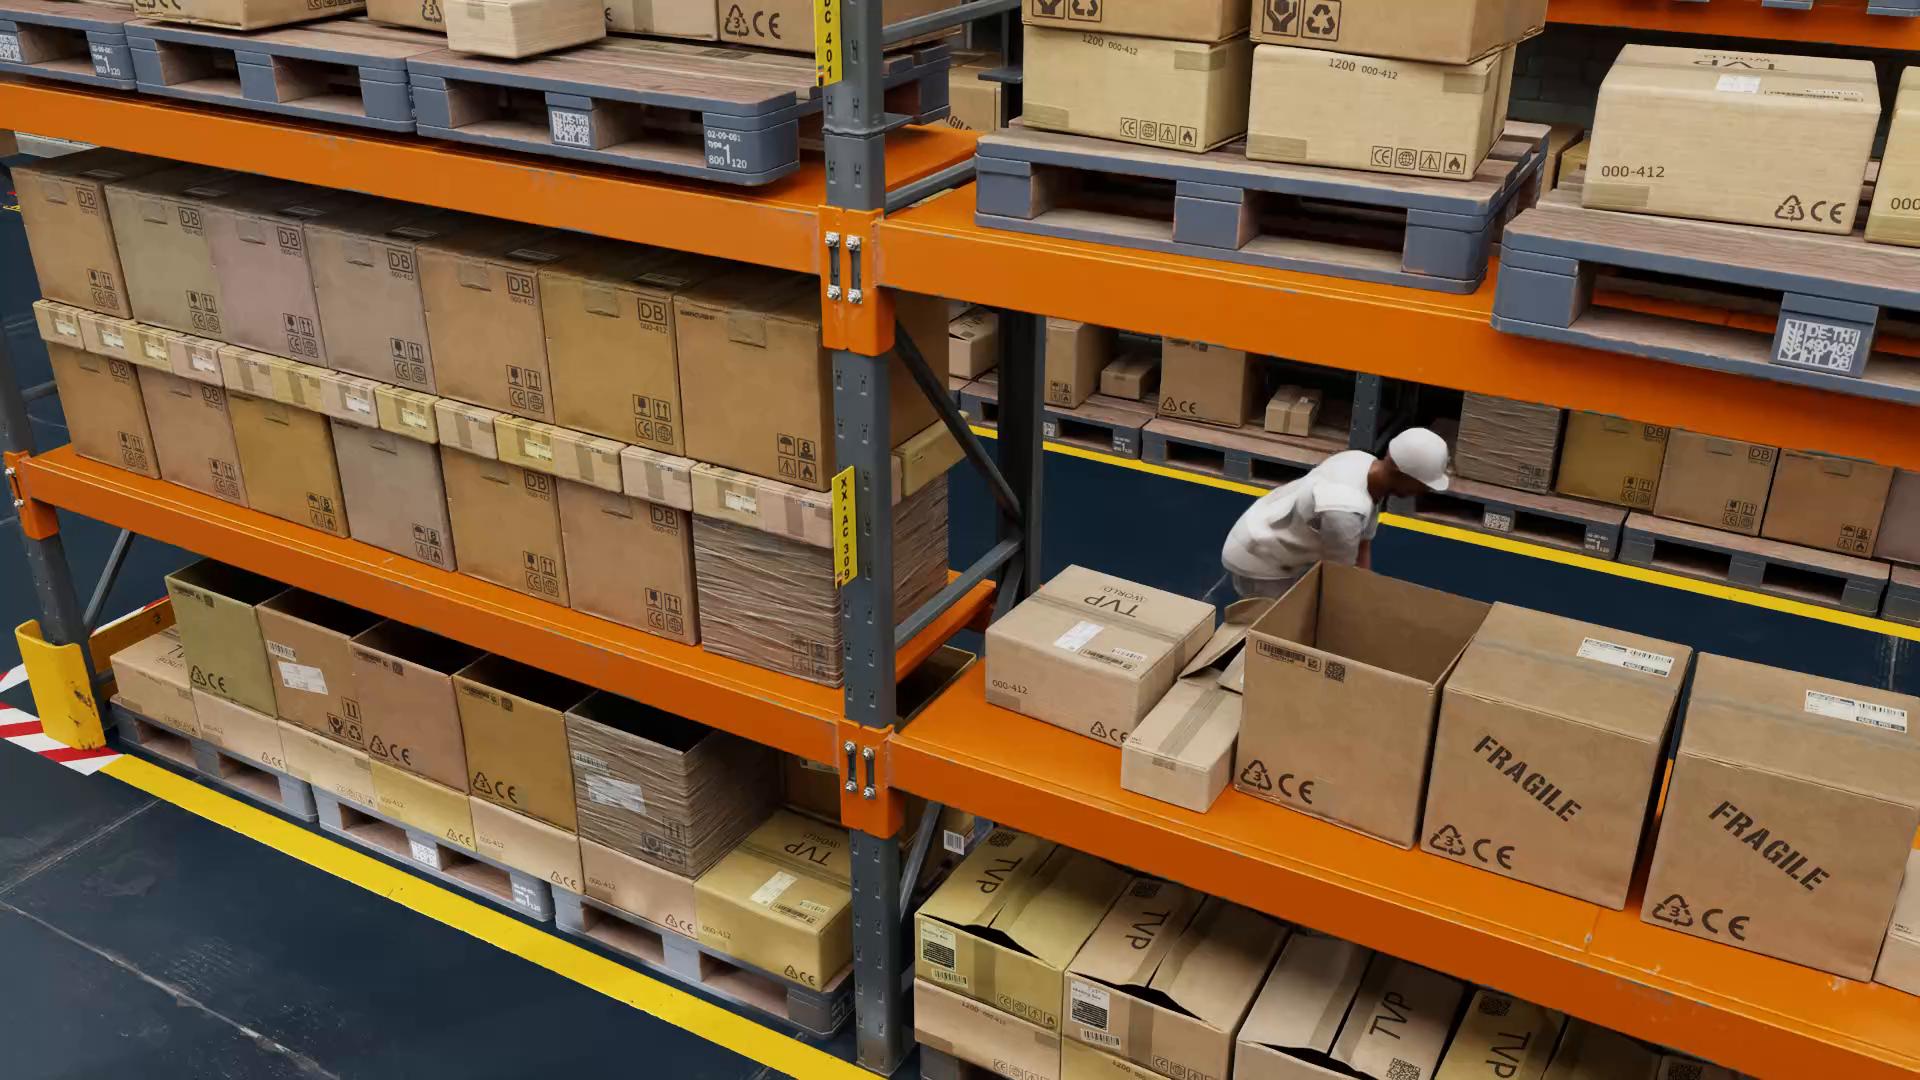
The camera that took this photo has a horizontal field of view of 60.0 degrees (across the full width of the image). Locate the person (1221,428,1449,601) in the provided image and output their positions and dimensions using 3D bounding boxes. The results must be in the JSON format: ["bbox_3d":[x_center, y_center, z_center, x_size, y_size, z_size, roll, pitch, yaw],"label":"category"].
[{"bbox_3d":[1.456,0.221,6.630,0.822,1.544,0.479,13,29,25],"label":"person"}]
